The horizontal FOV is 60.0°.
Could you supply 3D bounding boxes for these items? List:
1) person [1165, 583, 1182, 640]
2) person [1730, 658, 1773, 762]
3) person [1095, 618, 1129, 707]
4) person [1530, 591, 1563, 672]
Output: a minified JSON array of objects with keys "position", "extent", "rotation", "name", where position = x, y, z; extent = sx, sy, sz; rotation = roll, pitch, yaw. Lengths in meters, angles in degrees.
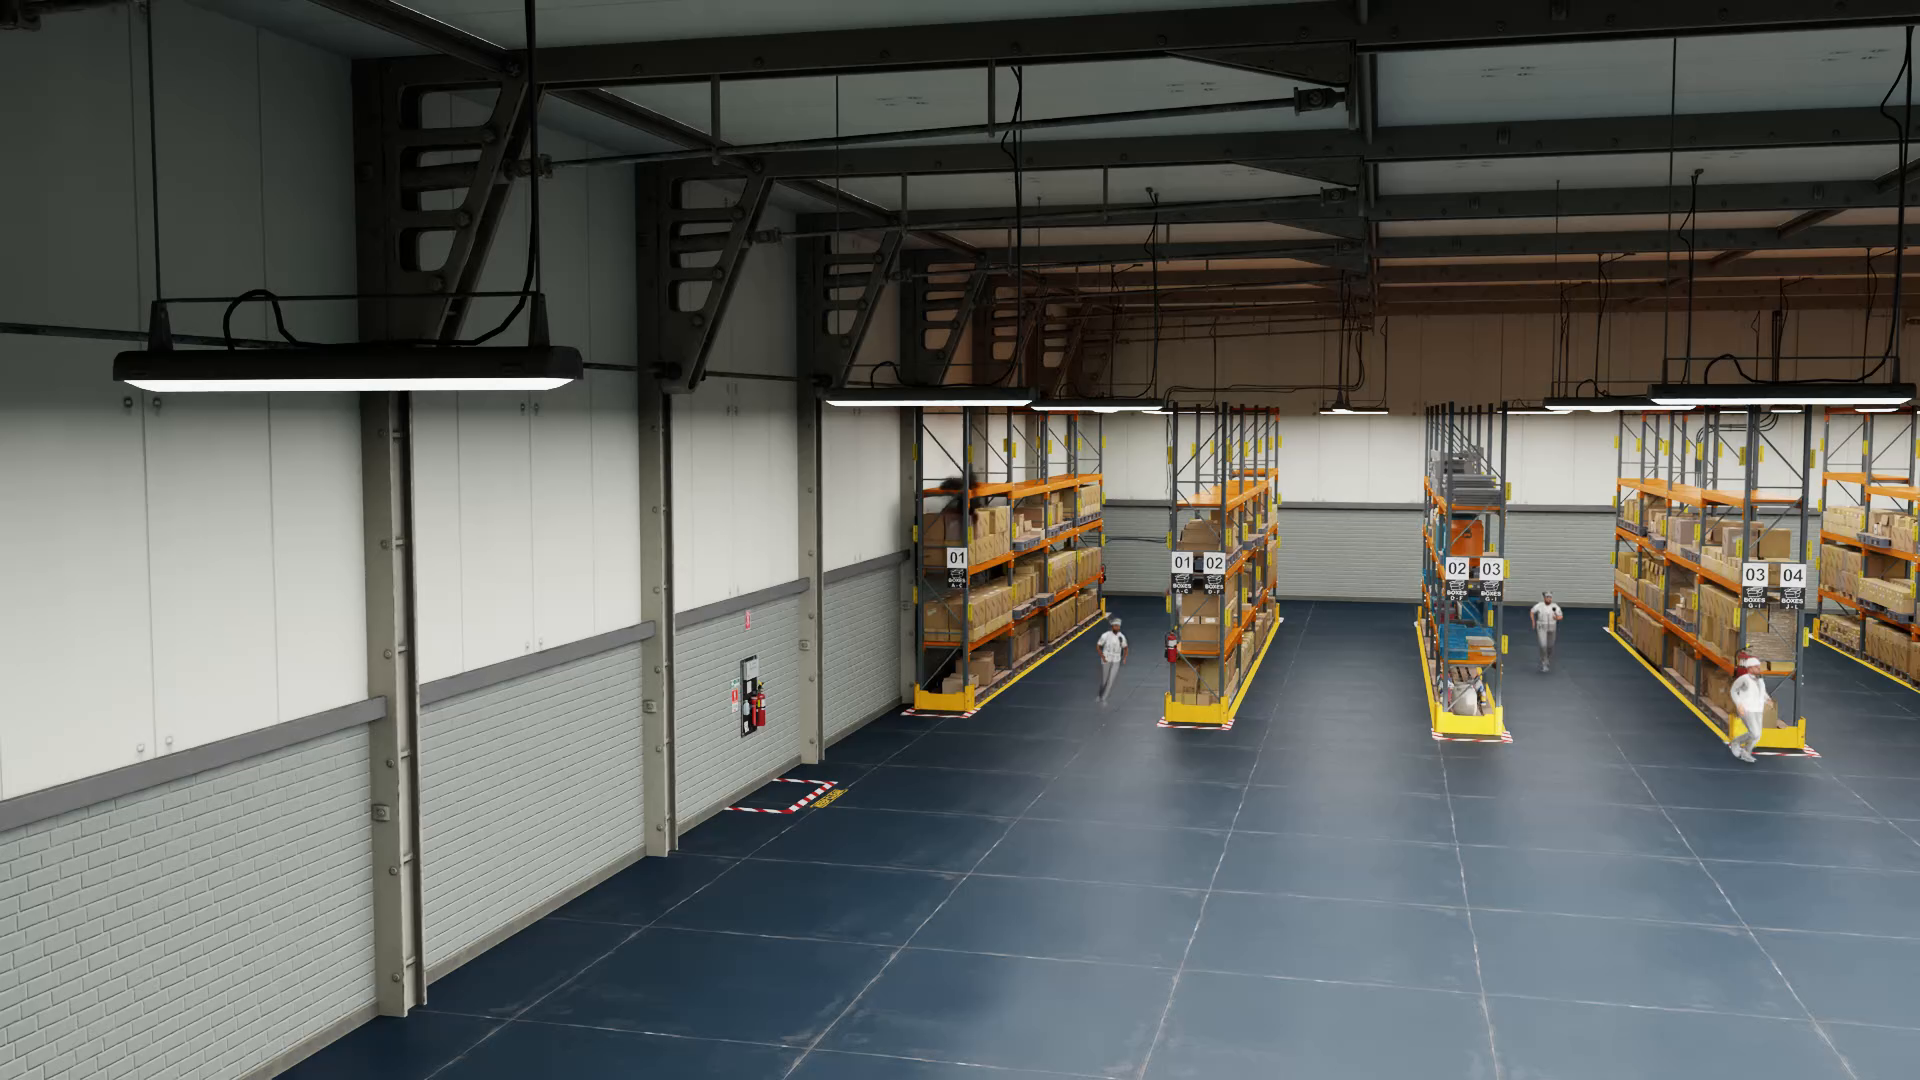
[{"position":[5.574,1.691,42.511],"extent":[0.683,1.787,0.981],"rotation":[1,4,12],"name":"person"},{"position":[13.174,2.819,27.653],"extent":[0.677,1.739,0.580],"rotation":[-2,5,-26],"name":"person"},{"position":[2.894,2.301,31.486],"extent":[0.619,1.659,0.562],"rotation":[-1,4,-9],"name":"person"},{"position":[13.283,2.041,37.629],"extent":[0.656,1.791,0.935],"rotation":[0,4,5],"name":"person"}]
